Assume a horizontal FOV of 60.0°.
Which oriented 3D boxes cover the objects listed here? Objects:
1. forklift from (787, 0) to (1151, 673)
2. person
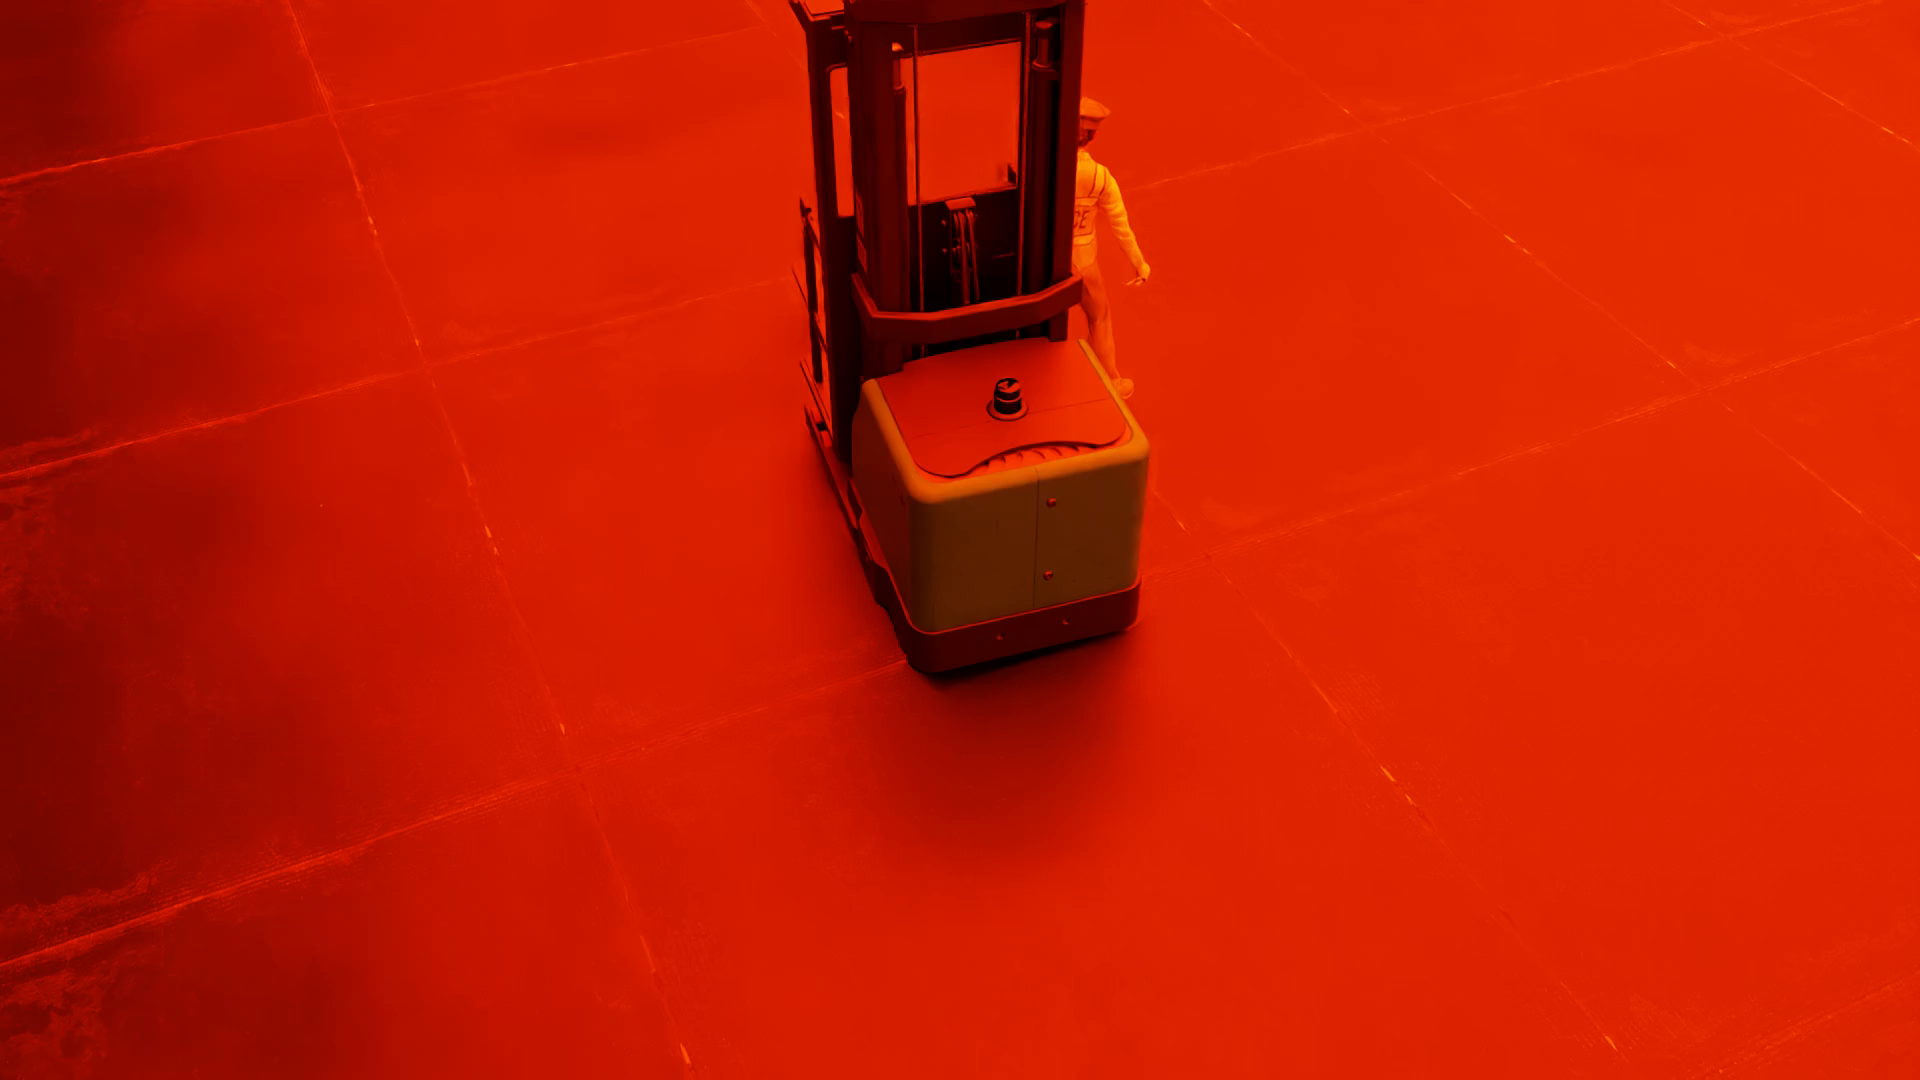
[{"bbox_3d":[-0.142,-1.525,7.314,1.130,2.935,3.031,-12,44,-13],"label":"forklift"},{"bbox_3d":[0.504,-1.377,8.138,0.856,1.636,0.421,1,43,1],"label":"person"}]
